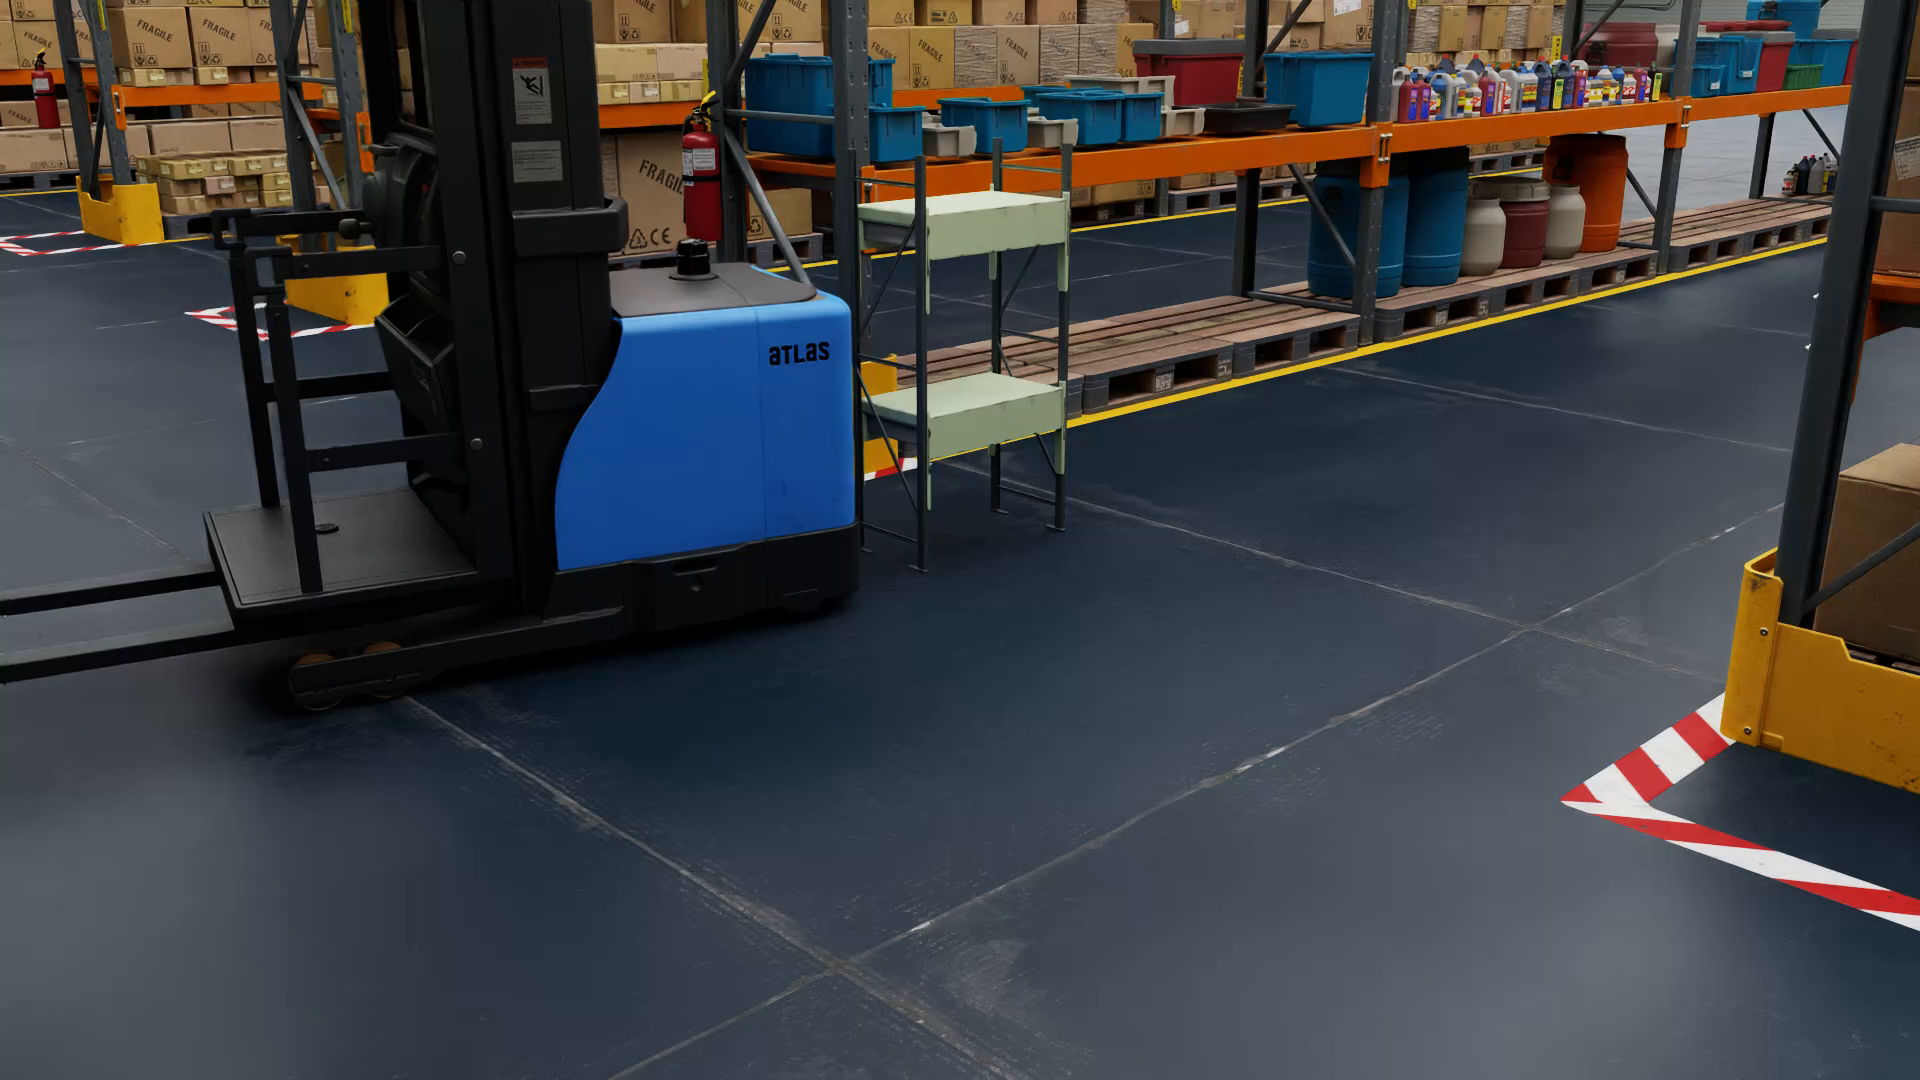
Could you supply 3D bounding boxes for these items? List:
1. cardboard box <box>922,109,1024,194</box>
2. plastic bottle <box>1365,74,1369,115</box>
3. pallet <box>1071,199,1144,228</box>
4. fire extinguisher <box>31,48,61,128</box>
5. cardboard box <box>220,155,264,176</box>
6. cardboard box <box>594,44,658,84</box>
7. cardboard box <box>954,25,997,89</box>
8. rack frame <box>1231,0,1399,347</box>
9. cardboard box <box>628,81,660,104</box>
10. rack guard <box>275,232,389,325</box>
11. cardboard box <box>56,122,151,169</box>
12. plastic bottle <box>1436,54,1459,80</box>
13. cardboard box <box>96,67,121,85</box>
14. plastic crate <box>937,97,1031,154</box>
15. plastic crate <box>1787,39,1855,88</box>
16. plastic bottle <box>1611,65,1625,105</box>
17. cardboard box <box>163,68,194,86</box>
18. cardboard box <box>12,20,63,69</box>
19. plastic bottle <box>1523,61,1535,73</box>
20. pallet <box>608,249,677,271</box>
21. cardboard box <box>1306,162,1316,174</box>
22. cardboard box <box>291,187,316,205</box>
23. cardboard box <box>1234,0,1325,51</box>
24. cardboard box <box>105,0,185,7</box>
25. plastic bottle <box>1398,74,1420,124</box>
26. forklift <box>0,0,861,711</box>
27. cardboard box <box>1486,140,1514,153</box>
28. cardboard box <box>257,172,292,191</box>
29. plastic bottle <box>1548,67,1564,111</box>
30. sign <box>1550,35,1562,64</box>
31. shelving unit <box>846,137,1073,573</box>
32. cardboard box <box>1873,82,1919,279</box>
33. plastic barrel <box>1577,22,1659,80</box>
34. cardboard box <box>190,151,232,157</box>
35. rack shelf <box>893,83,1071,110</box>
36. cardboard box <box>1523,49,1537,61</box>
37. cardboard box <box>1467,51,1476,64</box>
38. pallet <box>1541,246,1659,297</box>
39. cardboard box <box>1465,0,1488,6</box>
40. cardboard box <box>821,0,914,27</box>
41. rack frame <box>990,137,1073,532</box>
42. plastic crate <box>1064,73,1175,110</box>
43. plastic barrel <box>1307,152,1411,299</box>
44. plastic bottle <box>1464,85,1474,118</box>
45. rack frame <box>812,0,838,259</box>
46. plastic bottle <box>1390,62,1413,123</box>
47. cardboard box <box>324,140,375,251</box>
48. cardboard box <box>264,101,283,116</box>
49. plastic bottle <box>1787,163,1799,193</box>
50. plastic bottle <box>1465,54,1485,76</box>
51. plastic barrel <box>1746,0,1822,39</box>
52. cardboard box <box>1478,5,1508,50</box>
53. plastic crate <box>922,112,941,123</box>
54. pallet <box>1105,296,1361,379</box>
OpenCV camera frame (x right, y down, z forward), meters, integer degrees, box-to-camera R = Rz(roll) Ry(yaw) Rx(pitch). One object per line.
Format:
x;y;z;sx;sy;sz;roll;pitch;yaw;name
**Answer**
-0.169;-3.348;14.712;1.225;0.875;0.875;17;24;42;cardboard box
2.676;-2.932;10.743;0.185;0.351;0.144;-16;24;-41;plastic bottle
1.013;-3.200;16.013;1.213;0.211;1.003;-16;24;-41;pallet
-8.010;-3.951;14.536;0.183;0.674;0.296;-16;24;-41;fire extinguisher
-6.507;-3.386;15.042;0.250;0.149;0.380;-16;24;-41;cardboard box
-2.525;-3.422;11.937;0.500;0.250;0.500;-17;24;-42;cardboard box
-0.034;-4.131;14.200;0.500;0.500;0.500;-17;25;-42;cardboard box
2.134;-2.719;10.009;0.127;3.000;1.000;-16;24;-41;rack frame
-2.384;-3.246;12.039;0.250;0.149;0.380;-16;24;-40;cardboard box
-4.193;-1.788;11.188;0.348;0.500;1.175;-16;24;-41;rack guard
-9.914;-4.542;19.102;0.875;0.438;0.875;-15;24;-39;cardboard box
3.378;-3.197;11.563;0.185;0.351;0.144;-16;24;-41;plastic bottle
-7.467;-4.128;14.759;0.250;0.149;0.380;-16;24;-41;cardboard box
0.112;-1.939;7.775;0.300;0.233;0.416;-16;24;-41;plastic crate
7.359;-4.104;14.303;0.575;0.384;0.392;-16;24;-41;plastic crate
4.634;-3.214;11.743;0.097;0.271;0.097;0;18;0;plastic bottle
-6.892;-4.054;14.531;0.250;0.149;0.380;-15;23;-39;cardboard box
-10.089;-5.401;18.117;0.500;0.500;0.500;-17;24;-42;cardboard box
4.168;-3.391;12.280;0.135;0.276;0.152;-16;24;-41;plastic bottle
-2.762;-2.099;12.618;1.213;0.211;1.003;-16;24;-41;pallet
3.724;-4.323;18.293;0.500;0.500;0.700;-16;24;-41;cardboard box
-6.218;-3.231;15.527;0.250;0.149;0.380;-16;24;-41;cardboard box
3.348;-5.385;17.383;0.637;0.503;0.797;-13;22;-35;cardboard box
-7.001;-4.815;14.207;0.500;0.500;0.500;-16;24;-41;cardboard box
2.694;-2.646;9.971;0.133;0.283;0.061;-16;24;-41;plastic bottle
-1.890;-1.074;5.046;3.031;2.935;1.130;-9;20;-27;forklift
6.575;-5.120;20.784;0.500;0.500;0.500;-9;20;-27;cardboard box
-6.337;-3.300;15.260;0.250;0.149;0.380;-15;23;-39;cardboard box
3.978;-3.021;11.127;0.133;0.283;0.061;-16;24;-41;plastic bottle
4.658;-3.766;12.973;0.005;0.325;0.100;-16;24;-41;sign
0.005;-0.715;6.258;0.755;1.500;0.431;-16;24;-41;shelving unit
2.767;-0.964;4.434;0.500;0.500;0.500;-15;23;-39;cardboard box
5.170;-3.798;13.114;0.708;0.536;0.600;-16;24;-41;plastic barrel
-6.976;-3.534;15.498;0.250;0.149;0.380;-17;25;-42;cardboard box
0.185;-3.911;14.850;4.000;0.370;1.077;-16;24;-41;rack shelf
6.865;-5.979;20.470;0.250;0.149;0.380;-16;24;-41;cardboard box
5.798;-5.654;19.466;0.250;0.149;0.380;-16;24;-41;cardboard box
4.496;-2.064;12.509;1.213;0.211;1.003;-16;24;-41;pallet
5.772;-6.440;19.218;0.500;0.500;0.500;-16;24;-41;cardboard box
-0.810;-4.491;13.685;0.637;0.503;0.797;-17;25;-42;cardboard box
0.271;-0.792;6.497;0.023;1.500;0.400;-16;24;-41;rack frame
0.898;-2.409;9.147;0.530;0.282;0.437;-16;24;-41;plastic crate
2.541;-2.032;10.611;0.708;0.901;0.600;-16;24;-41;plastic barrel
3.172;-2.754;10.438;0.097;0.201;0.097;0;18;0;plastic bottle
-1.269;-3.829;13.432;0.127;3.000;1.000;-16;24;-41;rack frame
2.642;-2.706;10.049;0.185;0.351;0.144;-16;24;-41;plastic bottle
-3.765;-2.324;11.554;0.875;0.875;0.875;-16;24;-41;cardboard box
-10.238;-6.444;24.869;0.500;0.500;0.500;17;25;42;cardboard box
8.070;-3.508;16.130;0.133;0.283;0.061;-15;23;-38;plastic bottle
3.580;-3.192;11.546;0.185;0.351;0.144;-16;24;-41;plastic bottle
7.458;-4.639;15.117;0.708;0.901;0.600;-16;24;-41;plastic barrel
5.987;-6.118;19.848;0.500;0.500;0.875;-16;24;-41;cardboard box
-0.084;-2.046;8.263;0.243;0.136;0.396;-16;24;-41;plastic crate
1.627;-1.228;9.931;1.213;0.211;1.003;-16;24;-41;pallet
